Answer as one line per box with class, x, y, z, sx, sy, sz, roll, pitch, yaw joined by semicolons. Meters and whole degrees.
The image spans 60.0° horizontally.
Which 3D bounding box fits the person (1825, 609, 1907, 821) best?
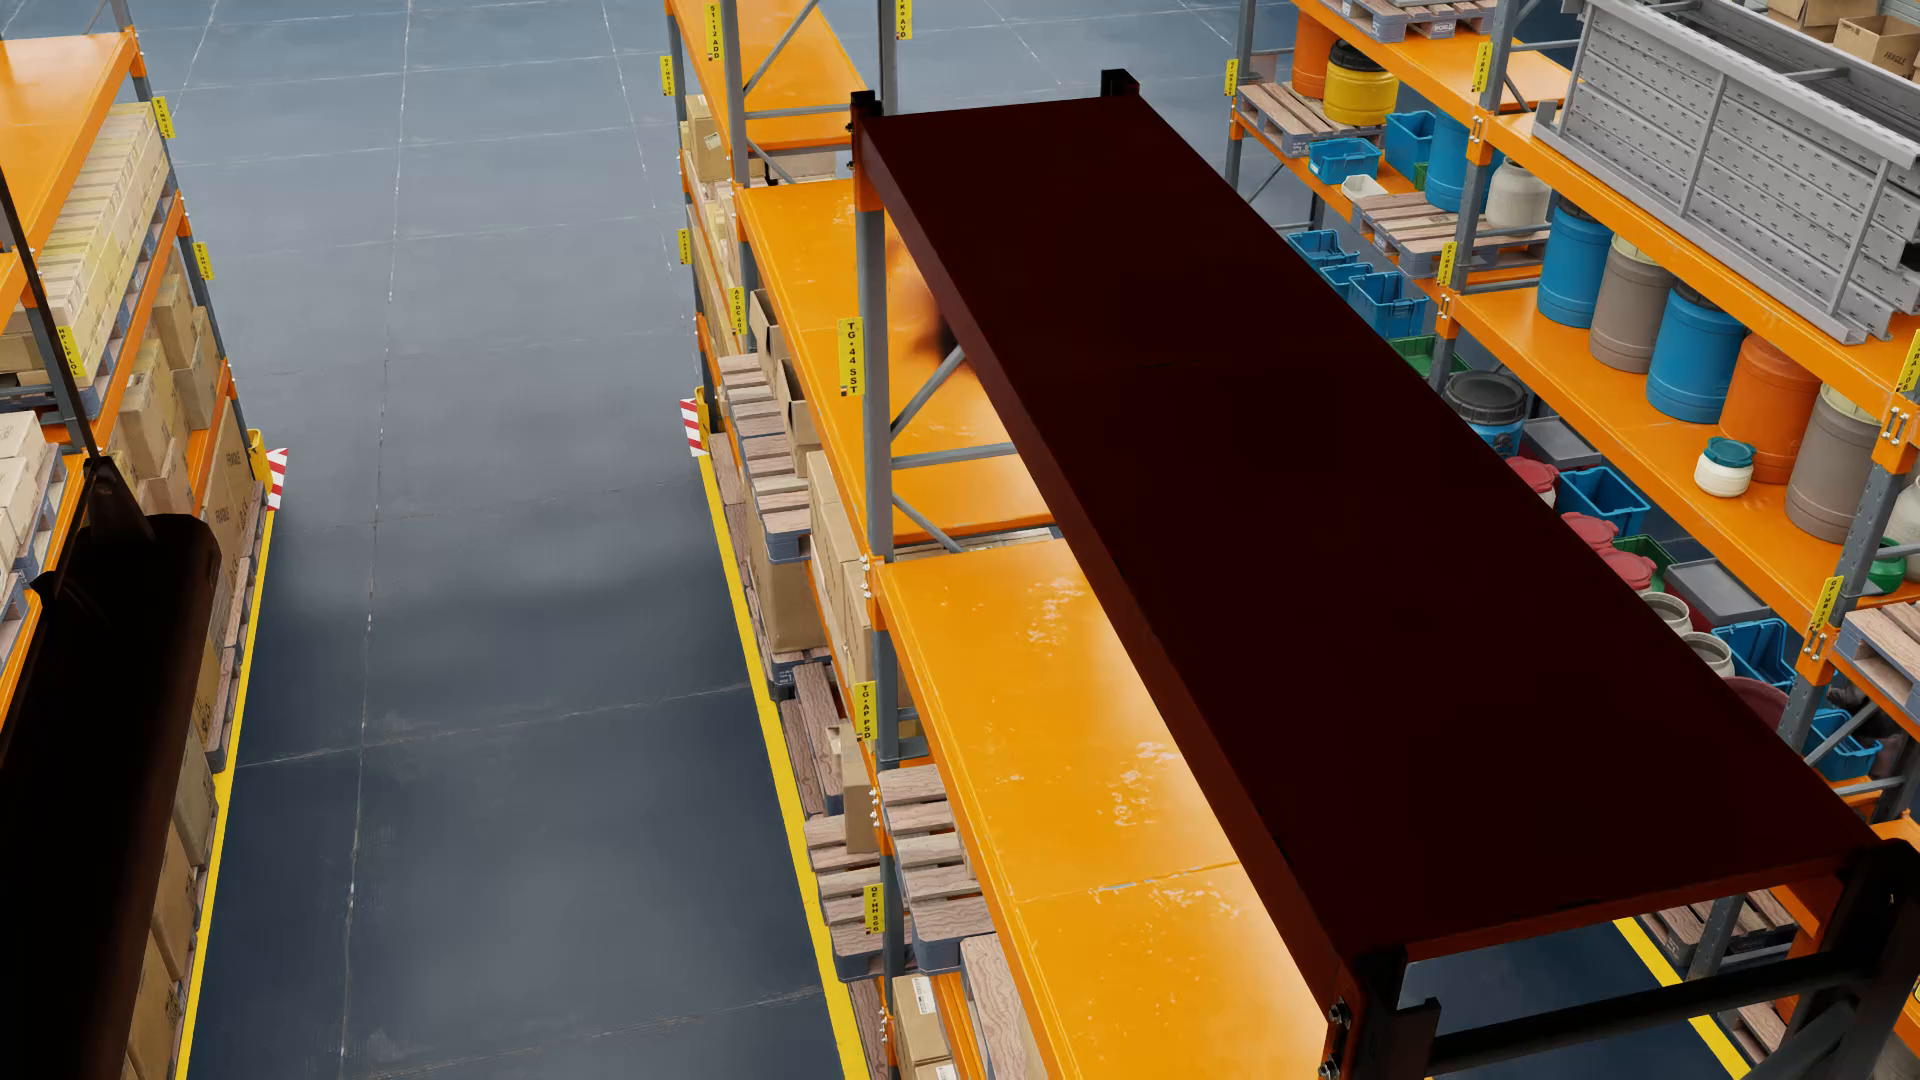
person;5.939;1.250;10.840;0.707;1.647;0.897;-26;42;-32
